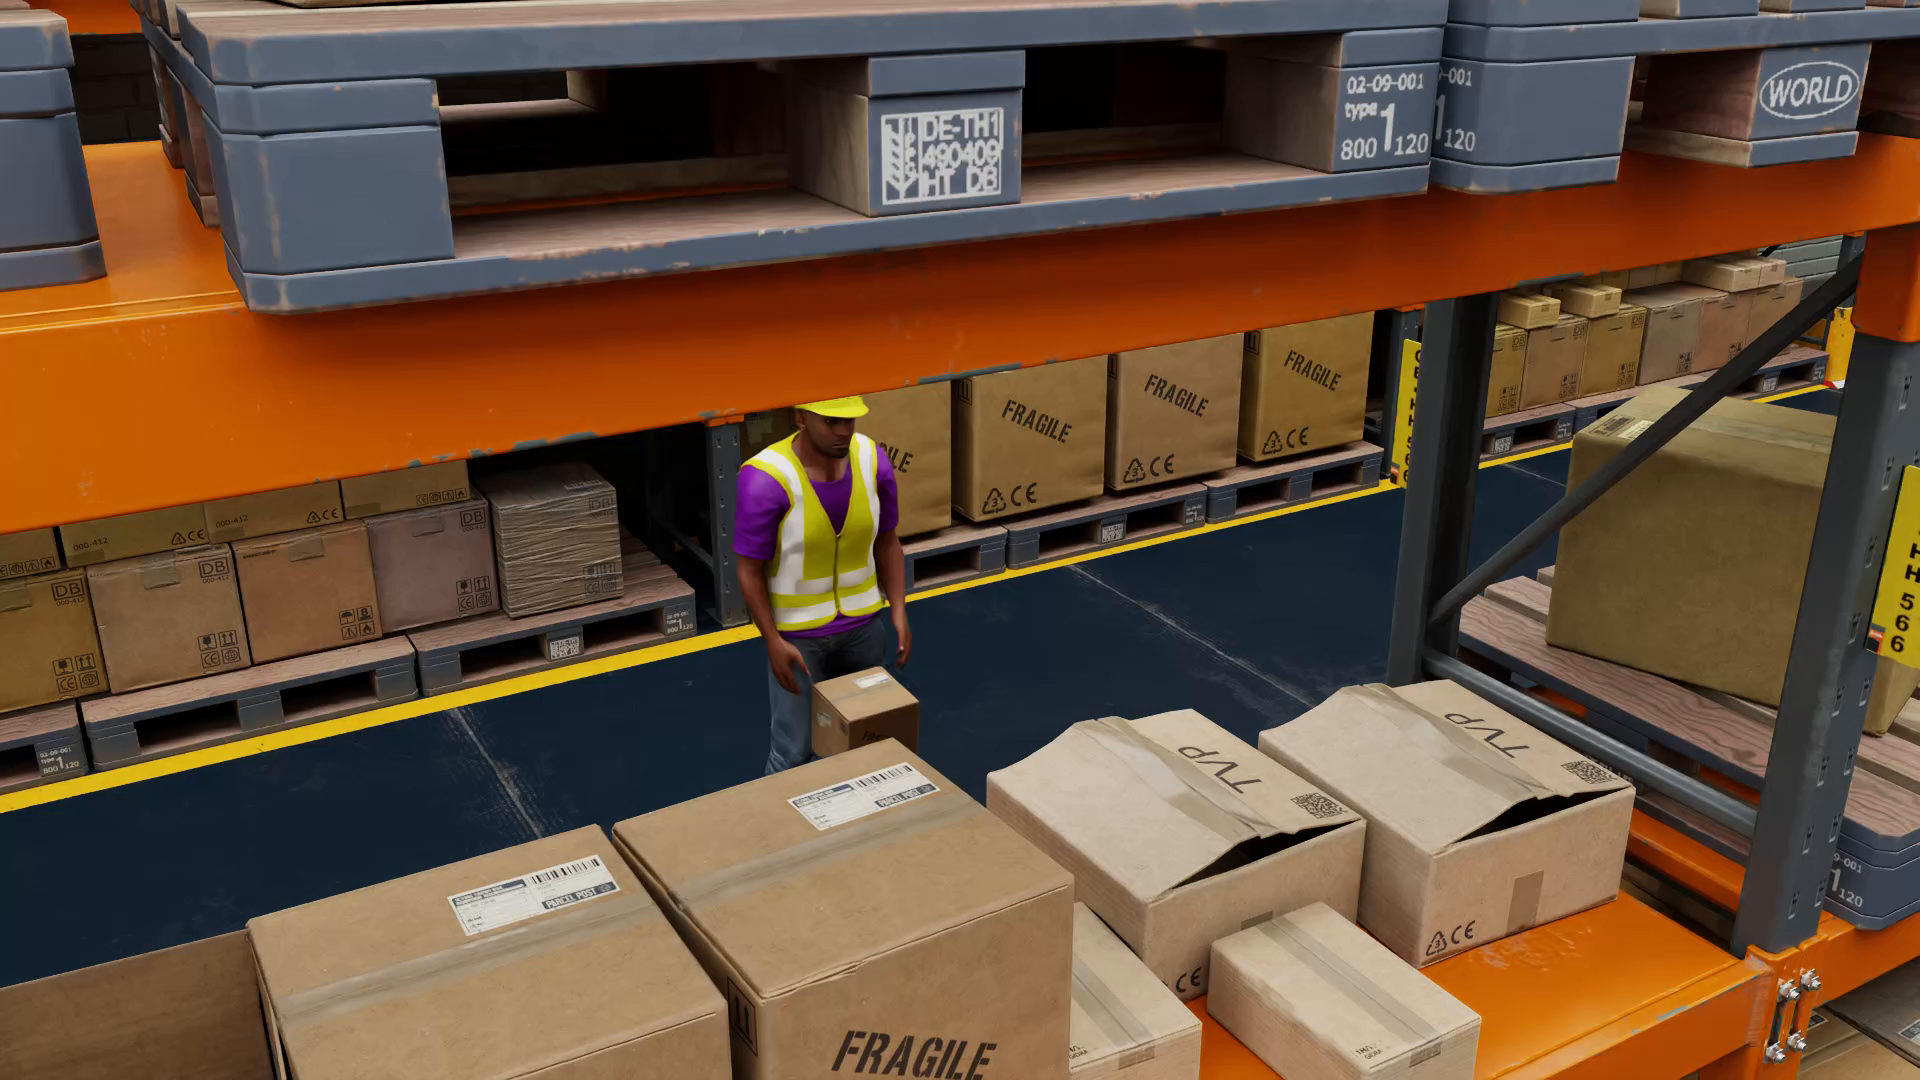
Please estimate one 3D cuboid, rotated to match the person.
[{"bbox_3d":[-0.436,0.273,5.365,0.583,1.766,0.422,-13,25,-30],"label":"person"}]
